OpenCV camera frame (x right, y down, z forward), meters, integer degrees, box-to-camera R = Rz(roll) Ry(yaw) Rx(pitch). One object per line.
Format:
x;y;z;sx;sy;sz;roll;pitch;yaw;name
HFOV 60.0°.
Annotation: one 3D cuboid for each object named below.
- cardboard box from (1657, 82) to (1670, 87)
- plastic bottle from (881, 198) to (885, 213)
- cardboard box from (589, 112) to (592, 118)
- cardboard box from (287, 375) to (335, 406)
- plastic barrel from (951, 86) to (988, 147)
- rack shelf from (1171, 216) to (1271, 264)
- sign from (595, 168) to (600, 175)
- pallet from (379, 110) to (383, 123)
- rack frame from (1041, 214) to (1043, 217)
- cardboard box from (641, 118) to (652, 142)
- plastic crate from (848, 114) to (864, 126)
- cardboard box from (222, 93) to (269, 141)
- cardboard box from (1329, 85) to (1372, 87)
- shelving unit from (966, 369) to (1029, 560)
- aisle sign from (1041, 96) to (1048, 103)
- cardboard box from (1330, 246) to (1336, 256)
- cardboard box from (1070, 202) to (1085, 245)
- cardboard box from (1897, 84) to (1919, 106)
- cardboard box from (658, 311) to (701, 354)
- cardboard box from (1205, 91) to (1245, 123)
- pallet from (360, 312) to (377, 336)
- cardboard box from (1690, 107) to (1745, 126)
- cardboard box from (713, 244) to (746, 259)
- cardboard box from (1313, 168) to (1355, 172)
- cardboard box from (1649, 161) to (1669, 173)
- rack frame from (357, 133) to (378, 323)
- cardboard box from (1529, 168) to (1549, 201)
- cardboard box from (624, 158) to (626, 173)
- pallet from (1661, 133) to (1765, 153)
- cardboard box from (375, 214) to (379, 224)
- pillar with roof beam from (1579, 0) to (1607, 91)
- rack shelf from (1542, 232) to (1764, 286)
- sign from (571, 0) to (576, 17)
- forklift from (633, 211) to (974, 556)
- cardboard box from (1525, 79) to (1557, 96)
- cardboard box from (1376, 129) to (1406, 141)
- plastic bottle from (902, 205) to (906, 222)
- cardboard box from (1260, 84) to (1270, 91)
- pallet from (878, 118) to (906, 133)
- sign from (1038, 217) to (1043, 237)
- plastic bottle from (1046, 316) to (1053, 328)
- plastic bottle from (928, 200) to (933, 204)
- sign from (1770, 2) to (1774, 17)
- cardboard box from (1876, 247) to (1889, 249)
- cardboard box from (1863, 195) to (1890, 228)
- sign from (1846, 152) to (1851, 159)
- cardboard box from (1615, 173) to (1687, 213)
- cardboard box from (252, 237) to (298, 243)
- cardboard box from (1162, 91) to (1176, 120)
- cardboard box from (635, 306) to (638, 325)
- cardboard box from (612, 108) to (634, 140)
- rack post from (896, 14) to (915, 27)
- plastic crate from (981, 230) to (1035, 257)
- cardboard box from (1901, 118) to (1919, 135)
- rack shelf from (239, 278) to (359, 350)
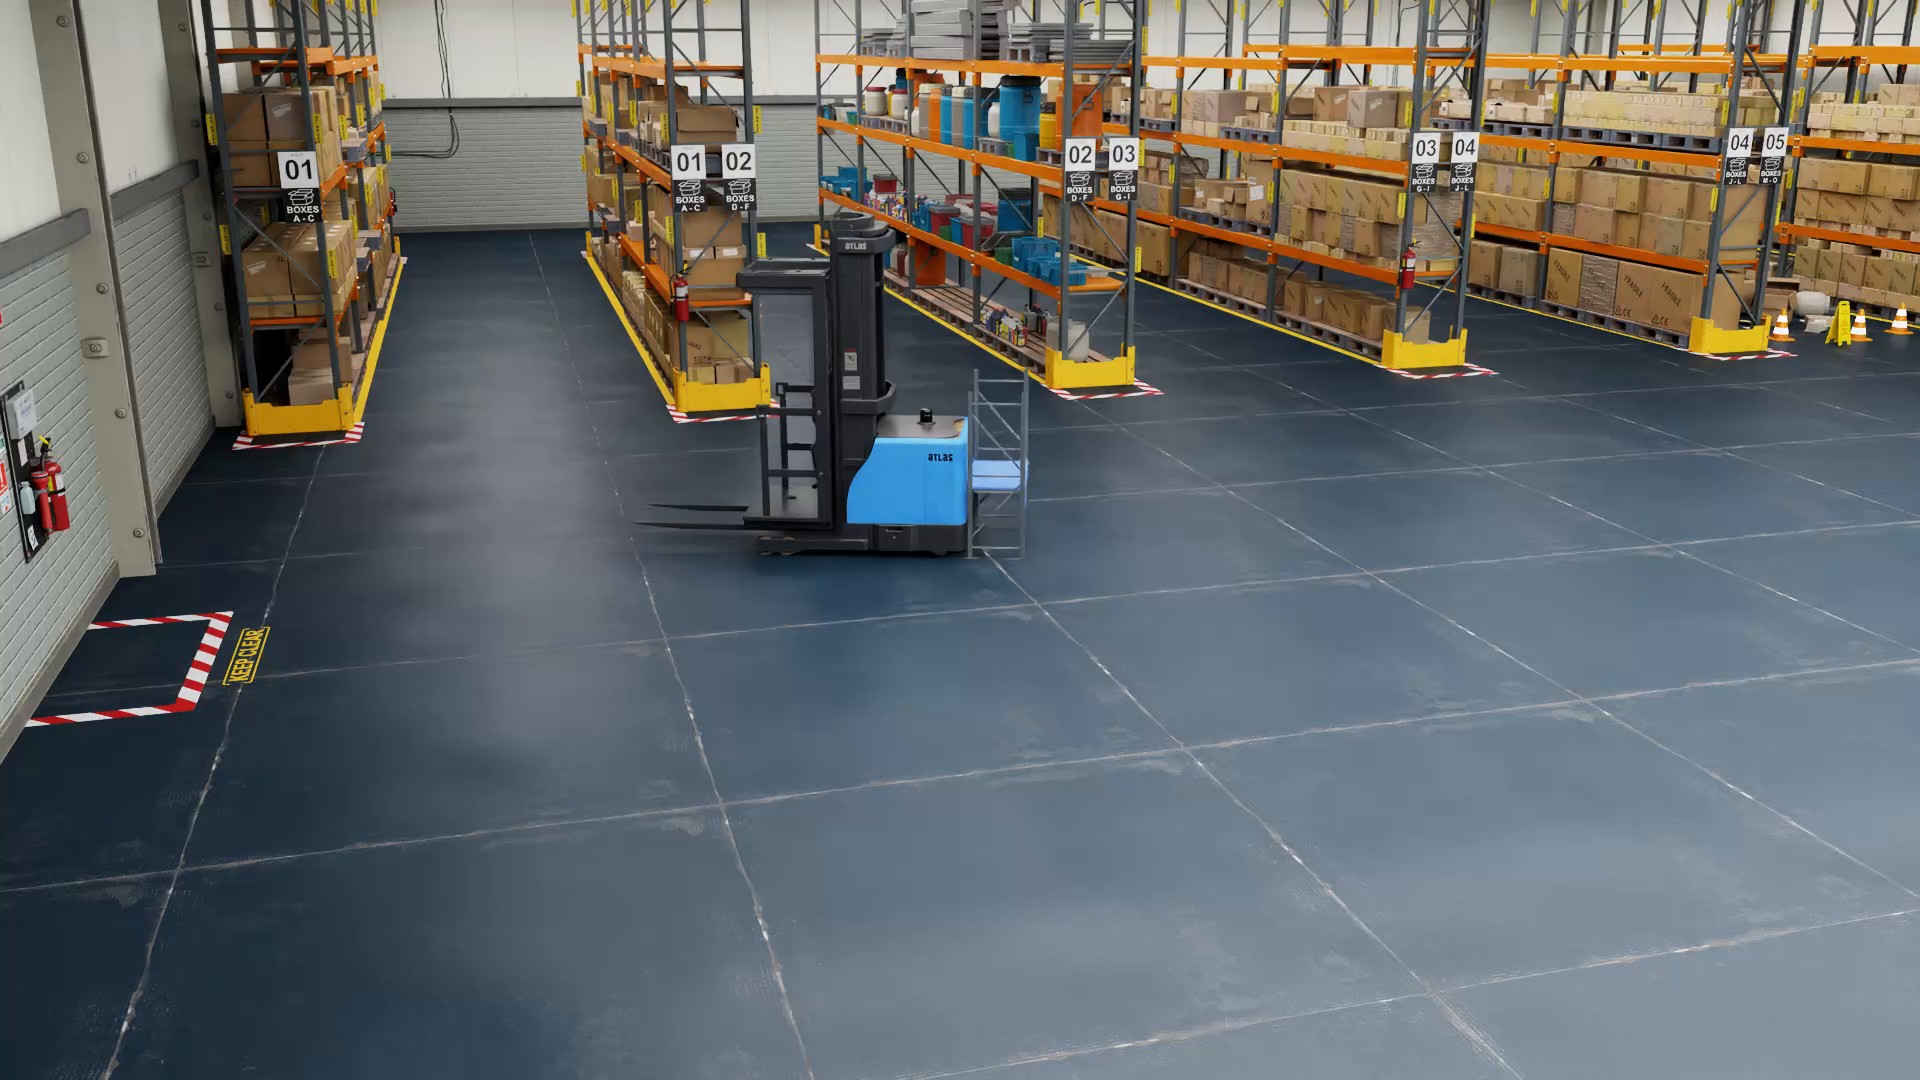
16.763;-10.677;39.240;0.500;0.250;0.500;-4;17;-14;cardboard box
-1.419;-6.244;31.045;0.097;0.271;0.097;0;17;0;plastic bottle
-6.929;-8.182;32.322;0.500;0.250;0.500;-5;17;-15;cardboard box
-7.835;-1.837;20.060;0.500;0.311;0.500;-7;18;-22;cardboard box
0.167;-6.586;25.876;0.600;0.901;0.600;0;17;0;plastic barrel
4.908;-5.205;28.615;1.077;0.370;4.000;-5;17;-15;rack shelf
-6.787;-6.797;31.158;0.100;0.325;0.005;-5;17;-15;sign
-11.915;-8.331;32.710;1.003;0.211;1.213;-5;17;-15;pallet
2.159;-8.316;37.720;1.000;3.000;0.127;-5;17;-15;rack frame
-4.035;-5.567;22.536;0.500;0.311;0.500;-6;18;-18;cardboard box
-1.911;-8.246;32.643;0.450;0.188;0.662;-5;17;-15;plastic crate
-8.101;-4.787;18.811;0.500;0.500;0.500;-4;17;-13;cardboard box
8.054;-9.146;34.365;0.700;0.500;0.500;-5;17;-15;cardboard box
0.347;-0.696;14.958;0.538;1.500;1.048;1;17;3;shelving unit
1.851;-9.557;37.333;0.394;0.787;0.004;-5;17;-15;aisle sign
5.765;-4.314;24.833;0.380;0.149;0.250;-5;17;-15;cardboard box
2.907;-6.831;35.740;0.875;0.875;0.875;-5;17;-15;cardboard box
18.857;-8.662;32.581;0.700;0.500;0.500;-5;17;-16;cardboard box
-3.692;-2.752;21.942;0.500;0.500;0.500;-5;17;-15;cardboard box
4.521;-7.397;28.406;0.500;0.500;0.500;-5;17;-17;cardboard box
-9.717;-3.376;26.123;1.003;0.211;1.213;-5;17;-15;pallet
10.950;-6.124;24.049;0.500;0.250;0.500;-4;17;-15;cardboard box
-2.870;-3.592;20.693;0.380;0.149;0.250;-5;17;-16;cardboard box
5.845;-5.563;26.127;0.500;0.500;0.500;-5;17;-15;cardboard box
13.787;-7.135;32.369;0.500;0.500;0.500;-5;17;-17;cardboard box
-9.930;-4.928;26.442;1.000;3.000;0.127;-5;17;-15;rack frame
10.112;-6.024;28.180;0.700;0.500;0.500;-5;17;-16;cardboard box
-6.268;-7.249;32.258;0.500;0.500;0.500;-5;18;-17;cardboard box
11.139;-5.853;24.461;1.003;0.211;1.213;-5;17;-15;pallet
-10.415;-5.641;29.218;0.380;0.149;0.250;-5;17;-15;cardboard box
12.446;-12.843;42.362;9.100;9.000;0.400;-5;17;-15;pillar with roof beam
10.804;-4.463;26.144;1.077;0.370;4.000;-5;17;-15;rack shelf
-7.888;-10.849;33.965;0.100;0.325;0.005;-5;17;-15;sign
-1.414;-1.413;14.858;3.031;2.935;1.130;1;17;4;forklift
12.827;-9.906;36.721;0.500;0.500;0.500;-4;17;-14;cardboard box
6.041;-5.646;23.186;0.380;0.149;0.250;-5;18;-18;cardboard box
-0.989;-5.798;29.539;0.061;0.283;0.133;-5;17;-15;plastic bottle
6.950;-10.148;37.303;0.380;0.149;0.250;-4;17;-14;cardboard box
-0.880;-7.641;30.589;1.003;0.211;1.213;-5;17;-15;pallet
1.227;-4.778;25.461;0.100;0.325;0.005;-5;17;-15;sign
1.331;-3.168;24.553;0.152;0.276;0.135;-4;17;-14;plastic bottle
-0.535;-6.149;30.729;0.097;0.271;0.097;0;17;0;plastic bottle
18.091;-11.828;37.086;0.100;0.325;0.005;-5;17;-15;sign
19.003;-5.990;33.375;0.875;0.625;0.625;-4;17;-13;cardboard box
15.282;-5.412;27.361;0.500;0.500;0.500;-4;17;-15;cardboard box
18.139;-7.751;33.965;0.100;0.325;0.005;-5;17;-15;sign
10.755;-5.396;25.861;0.875;0.550;0.500;-5;17;-15;cardboard box
-8.340;-3.408;20.305;0.500;0.500;0.500;-5;17;-17;cardboard box
4.121;-7.953;30.389;0.797;0.503;0.637;-4;17;-12;cardboard box
-4.740;-3.472;25.644;0.500;0.250;0.500;-4;17;-14;cardboard box
-5.320;-6.923;27.696;0.910;0.500;0.500;-5;17;-15;cardboard box
-0.713;-9.039;28.804;0.624;0.289;0.986;-5;17;-15;rack post
0.717;-4.420;24.860;0.767;0.338;0.504;-5;17;-15;plastic crate
15.401;-6.583;26.482;0.500;0.250;0.500;-4;17;-14;cardboard box
-8.281;-2.924;21.021;1.077;0.370;4.000;-5;17;-15;rack shelf
